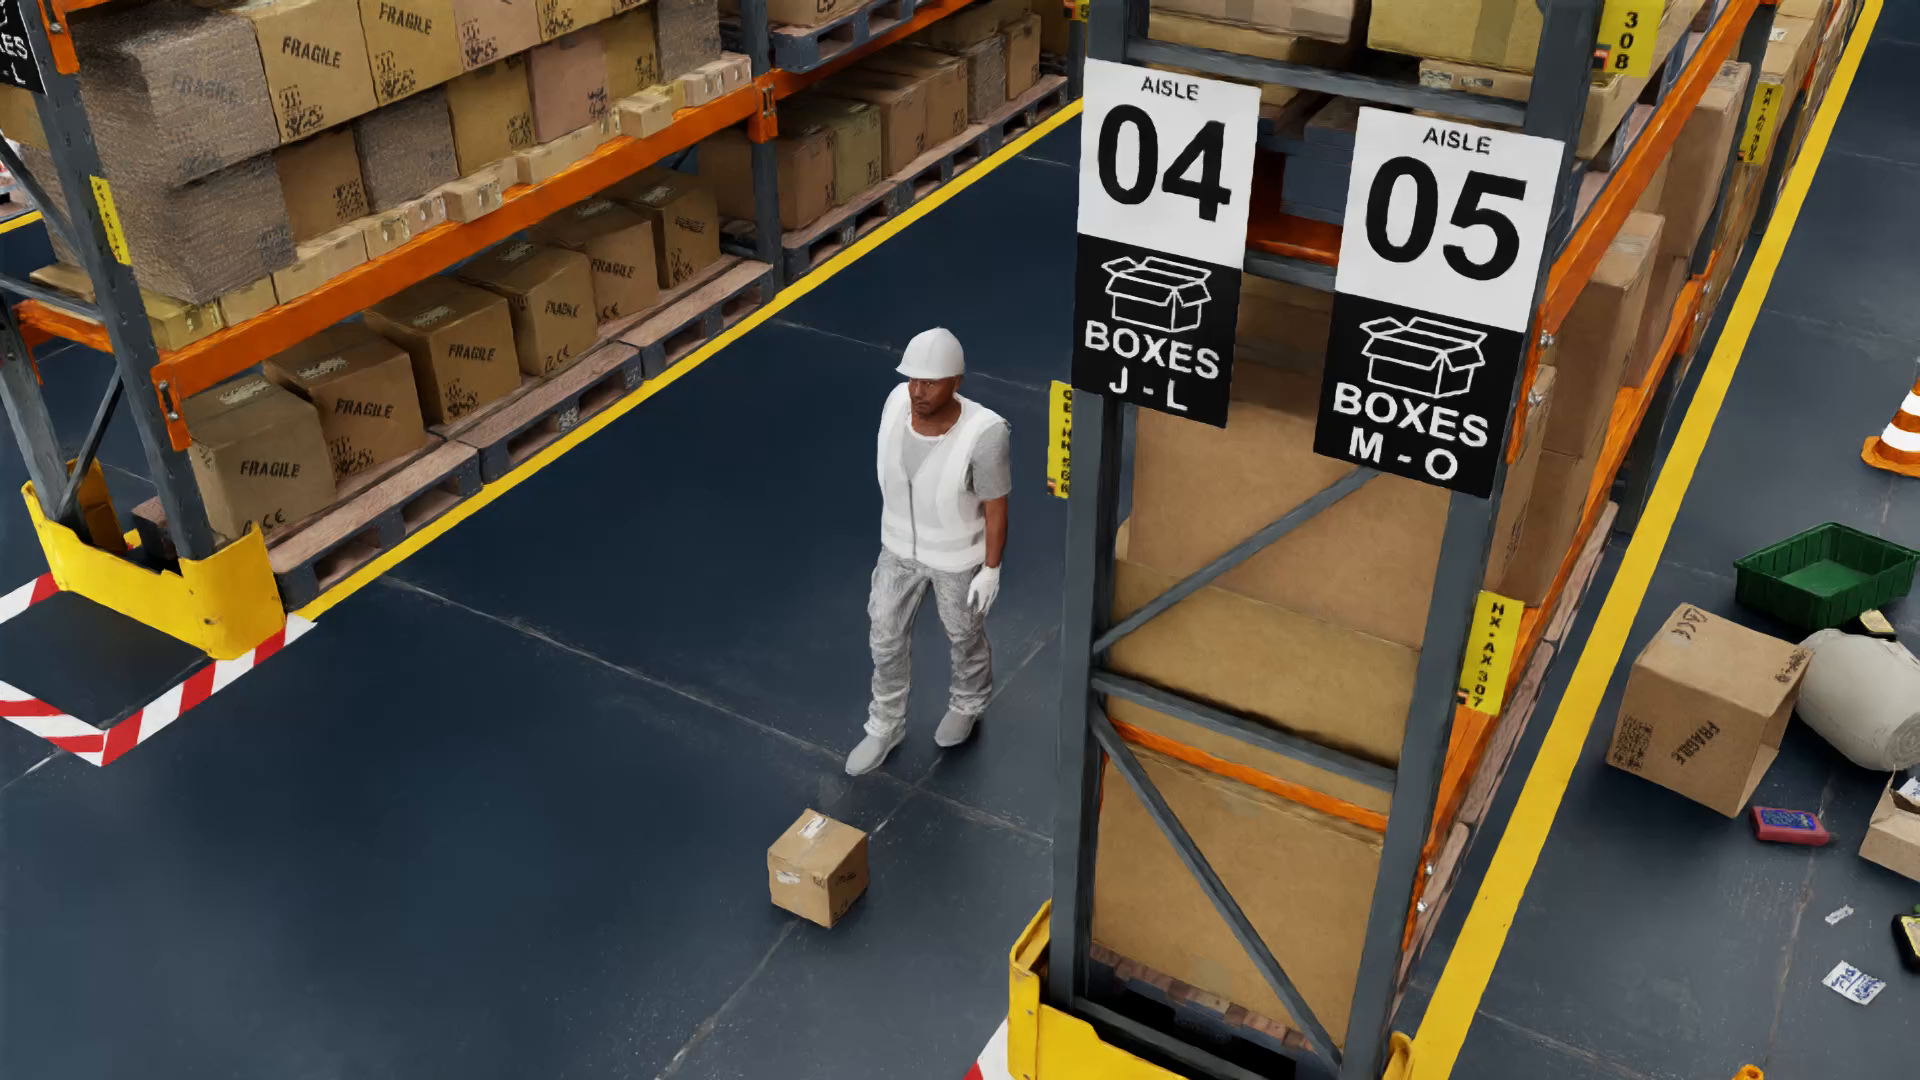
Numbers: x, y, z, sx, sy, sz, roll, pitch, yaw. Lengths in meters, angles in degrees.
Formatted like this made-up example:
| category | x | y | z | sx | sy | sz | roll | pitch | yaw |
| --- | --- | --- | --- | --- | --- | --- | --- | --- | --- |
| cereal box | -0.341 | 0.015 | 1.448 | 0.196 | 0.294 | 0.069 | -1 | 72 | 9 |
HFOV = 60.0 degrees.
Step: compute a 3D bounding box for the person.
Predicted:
| category | x | y | z | sx | sy | sz | roll | pitch | yaw |
| --- | --- | --- | --- | --- | --- | --- | --- | --- | --- |
| person | -0.108 | 0.073 | 6.014 | 0.560 | 1.801 | 0.583 | 17 | 38 | 24 |
